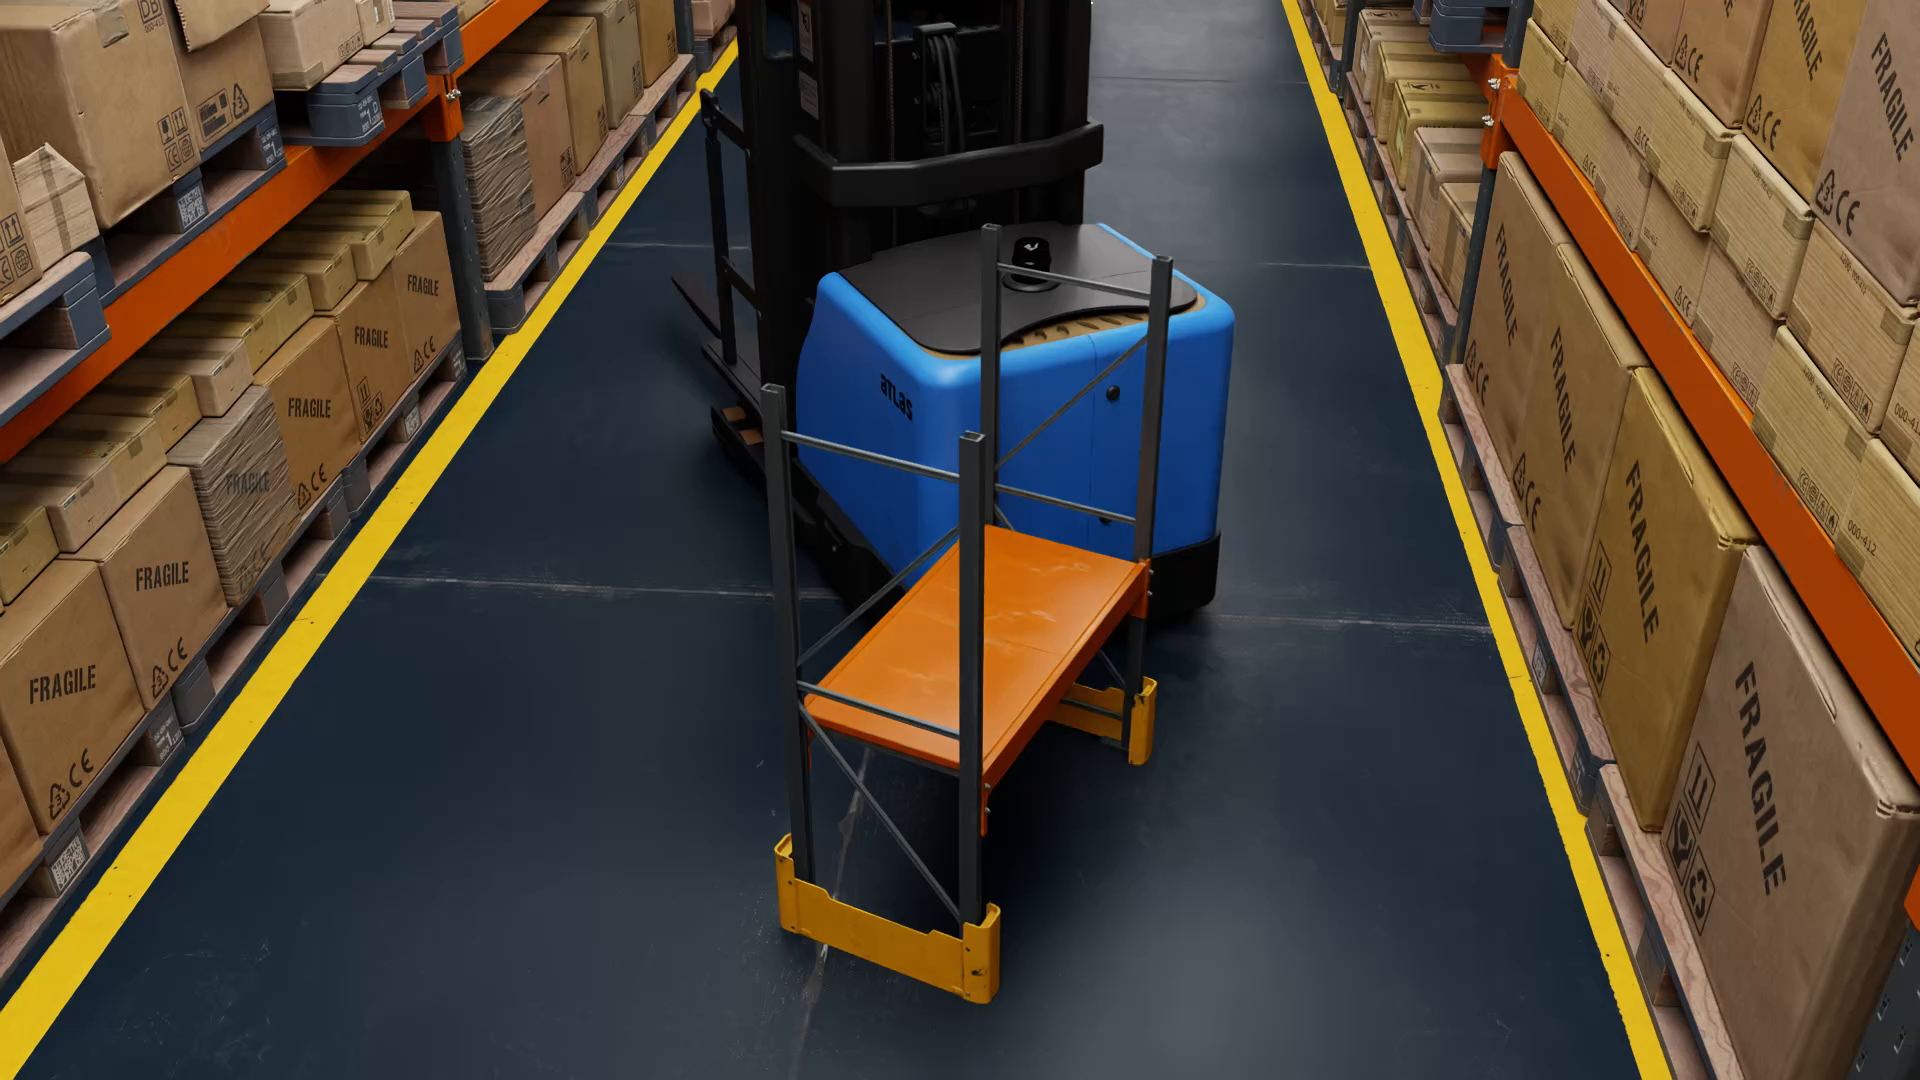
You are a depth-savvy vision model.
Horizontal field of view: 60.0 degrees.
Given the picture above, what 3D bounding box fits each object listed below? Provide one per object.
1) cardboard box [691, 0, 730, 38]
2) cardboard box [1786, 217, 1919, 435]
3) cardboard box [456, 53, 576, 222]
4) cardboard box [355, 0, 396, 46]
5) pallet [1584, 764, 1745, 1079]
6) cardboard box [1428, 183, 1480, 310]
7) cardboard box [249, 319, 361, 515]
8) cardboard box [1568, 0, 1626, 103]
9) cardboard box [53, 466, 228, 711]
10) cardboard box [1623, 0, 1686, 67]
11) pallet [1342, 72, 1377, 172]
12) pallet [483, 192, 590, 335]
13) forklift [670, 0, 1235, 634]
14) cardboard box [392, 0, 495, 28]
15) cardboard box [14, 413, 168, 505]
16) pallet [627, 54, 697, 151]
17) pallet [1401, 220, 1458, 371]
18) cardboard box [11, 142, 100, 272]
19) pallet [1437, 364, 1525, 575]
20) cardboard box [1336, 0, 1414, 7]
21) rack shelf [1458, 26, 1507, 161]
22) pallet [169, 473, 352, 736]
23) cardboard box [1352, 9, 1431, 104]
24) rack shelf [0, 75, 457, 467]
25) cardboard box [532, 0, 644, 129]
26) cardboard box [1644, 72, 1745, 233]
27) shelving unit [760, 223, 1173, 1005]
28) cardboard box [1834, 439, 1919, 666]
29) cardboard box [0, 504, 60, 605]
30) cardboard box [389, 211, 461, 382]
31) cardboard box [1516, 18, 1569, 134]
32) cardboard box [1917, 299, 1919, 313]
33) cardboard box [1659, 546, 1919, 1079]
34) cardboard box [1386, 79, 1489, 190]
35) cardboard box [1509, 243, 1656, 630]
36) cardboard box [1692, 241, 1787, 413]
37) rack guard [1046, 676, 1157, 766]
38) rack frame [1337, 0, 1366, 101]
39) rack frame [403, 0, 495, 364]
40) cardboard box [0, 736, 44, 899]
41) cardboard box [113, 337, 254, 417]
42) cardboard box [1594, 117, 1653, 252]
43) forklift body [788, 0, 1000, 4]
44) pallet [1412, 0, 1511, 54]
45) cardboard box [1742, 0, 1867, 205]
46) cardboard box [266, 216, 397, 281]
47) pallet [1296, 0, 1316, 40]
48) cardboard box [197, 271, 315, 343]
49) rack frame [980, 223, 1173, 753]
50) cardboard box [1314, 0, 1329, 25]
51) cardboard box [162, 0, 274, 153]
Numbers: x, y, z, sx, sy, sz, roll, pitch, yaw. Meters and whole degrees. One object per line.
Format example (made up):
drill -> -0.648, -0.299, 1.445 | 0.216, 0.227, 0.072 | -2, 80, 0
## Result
cardboard box -> -1.780, -3.407, 10.640 | 0.500, 0.250, 0.500 | 3, 32, 4
cardboard box -> 1.974, -0.418, 3.236 | 0.500, 0.250, 0.500 | 3, 32, 5
cardboard box -> -2.365, -1.904, 7.843 | 0.875, 0.625, 0.625 | 3, 32, 6
cardboard box -> -2.146, -1.780, 5.619 | 0.380, 0.149, 0.250 | 3, 32, 5
pallet -> 2.135, 1.014, 3.903 | 1.003, 0.211, 1.213 | 2, 32, 4
cardboard box -> 2.529, -1.213, 6.964 | 0.950, 0.372, 0.625 | 0, 32, 1
cardboard box -> -2.386, -0.417, 5.551 | 0.500, 0.500, 0.500 | 4, 32, 6
cardboard box -> 2.142, -1.482, 4.963 | 0.500, 0.250, 0.500 | 3, 32, 5
cardboard box -> -2.458, 0.126, 4.669 | 0.500, 0.500, 0.500 | 2, 32, 3
cardboard box -> 2.100, -1.549, 4.356 | 0.500, 0.500, 0.500 | 3, 32, 5
pallet -> 2.736, -2.355, 9.371 | 1.003, 0.211, 1.213 | 2, 32, 4
pallet -> -2.369, -1.310, 7.674 | 1.003, 0.211, 1.213 | 2, 32, 4
forklift -> -0.285, -1.587, 5.532 | 1.130, 2.935, 3.031 | -14, 34, -22
cardboard box -> -2.195, -2.226, 6.646 | 0.500, 0.250, 0.500 | 3, 32, 4
cardboard box -> -2.462, -0.229, 4.626 | 0.380, 0.149, 0.250 | 4, 32, 6
pallet -> -2.170, -2.586, 9.745 | 1.003, 0.211, 1.213 | 2, 32, 4
pallet -> 2.538, -1.080, 7.300 | 1.003, 0.211, 1.213 | 2, 32, 4
cardboard box -> -2.305, -0.808, 3.930 | 0.396, 0.266, 0.258 | 4, 32, 6
pallet -> 2.333, -0.262, 5.974 | 1.003, 0.211, 1.213 | 2, 32, 4
cardboard box -> 2.579, -3.598, 10.235 | 0.500, 0.500, 0.500 | 2, 32, 3
rack shelf -> 2.635, -2.598, 7.792 | 1.077, 0.370, 4.000 | 2, 32, 4
pallet -> -2.675, 0.144, 5.315 | 1.003, 0.211, 1.213 | 2, 32, 4
cardboard box -> 2.758, -2.735, 9.434 | 0.950, 0.372, 0.625 | 3, 32, 5
rack shelf -> -2.638, -0.716, 4.739 | 1.077, 0.370, 4.000 | 2, 32, 4
cardboard box -> -2.251, -2.649, 9.052 | 0.875, 0.625, 0.625 | 2, 32, 3
cardboard box -> 2.035, -0.958, 4.111 | 0.500, 0.250, 0.500 | 3, 32, 5
shelving unit -> 0.048, 0.149, 4.078 | 0.587, 1.500, 1.083 | 15, 35, 23
cardboard box -> 1.932, 0.052, 2.949 | 0.500, 0.250, 0.500 | 2, 32, 3
cardboard box -> -2.542, 0.030, 4.207 | 0.380, 0.149, 0.250 | 2, 32, 3
cardboard box -> -2.295, -0.952, 6.419 | 0.500, 0.500, 0.500 | 3, 32, 5
cardboard box -> 2.182, -1.549, 5.547 | 0.500, 0.250, 0.500 | 2, 32, 3
cardboard box -> 1.933, -0.479, 2.620 | 0.500, 0.500, 0.500 | 3, 32, 6
cardboard box -> 2.118, 0.632, 3.491 | 0.875, 0.875, 0.875 | 3, 32, 6
cardboard box -> 2.648, -1.996, 8.234 | 0.950, 0.372, 0.625 | 3, 32, 6
cardboard box -> 2.257, -0.308, 5.016 | 0.875, 0.875, 0.875 | 3, 32, 5
cardboard box -> 2.035, -0.477, 3.808 | 0.500, 0.250, 0.500 | 2, 32, 3
rack guard -> 0.274, 0.449, 4.784 | 0.587, 0.250, 0.087 | 15, 35, 23
rack frame -> 2.798, -3.950, 9.300 | 1.000, 3.000, 0.127 | 2, 32, 4
rack frame -> -2.475, -2.068, 6.247 | 1.000, 3.000, 0.127 | 2, 32, 4
cardboard box -> -2.537, 0.666, 3.793 | 0.500, 0.500, 0.500 | 4, 32, 6
cardboard box -> -2.399, -0.498, 5.062 | 0.380, 0.149, 0.250 | 1, 32, 2
cardboard box -> 2.109, -1.006, 4.666 | 0.500, 0.250, 0.500 | 3, 32, 6
forklift body -> -0.160, -4.821, 11.522 | 2.313, 2.155, 1.214 | 2, 32, 4
pallet -> 2.424, -2.154, 6.568 | 1.213, 0.211, 1.003 | 2, 32, 4
cardboard box -> 2.029, -1.014, 3.488 | 0.500, 0.500, 0.500 | 3, 32, 5
cardboard box -> -2.254, -1.046, 5.952 | 0.380, 0.149, 0.250 | 1, 32, 1
pallet -> 2.914, -3.755, 11.642 | 1.003, 0.211, 1.213 | 2, 32, 4
cardboard box -> -2.386, -0.774, 5.511 | 0.380, 0.149, 0.250 | 3, 32, 5
rack frame -> 0.283, -0.092, 4.470 | 0.500, 1.500, 0.032 | 15, 35, 23
cardboard box -> 2.612, -3.557, 10.884 | 0.500, 0.250, 0.500 | 2, 32, 3
cardboard box -> -2.423, -1.429, 4.712 | 0.797, 0.503, 0.637 | 2, 32, 3
